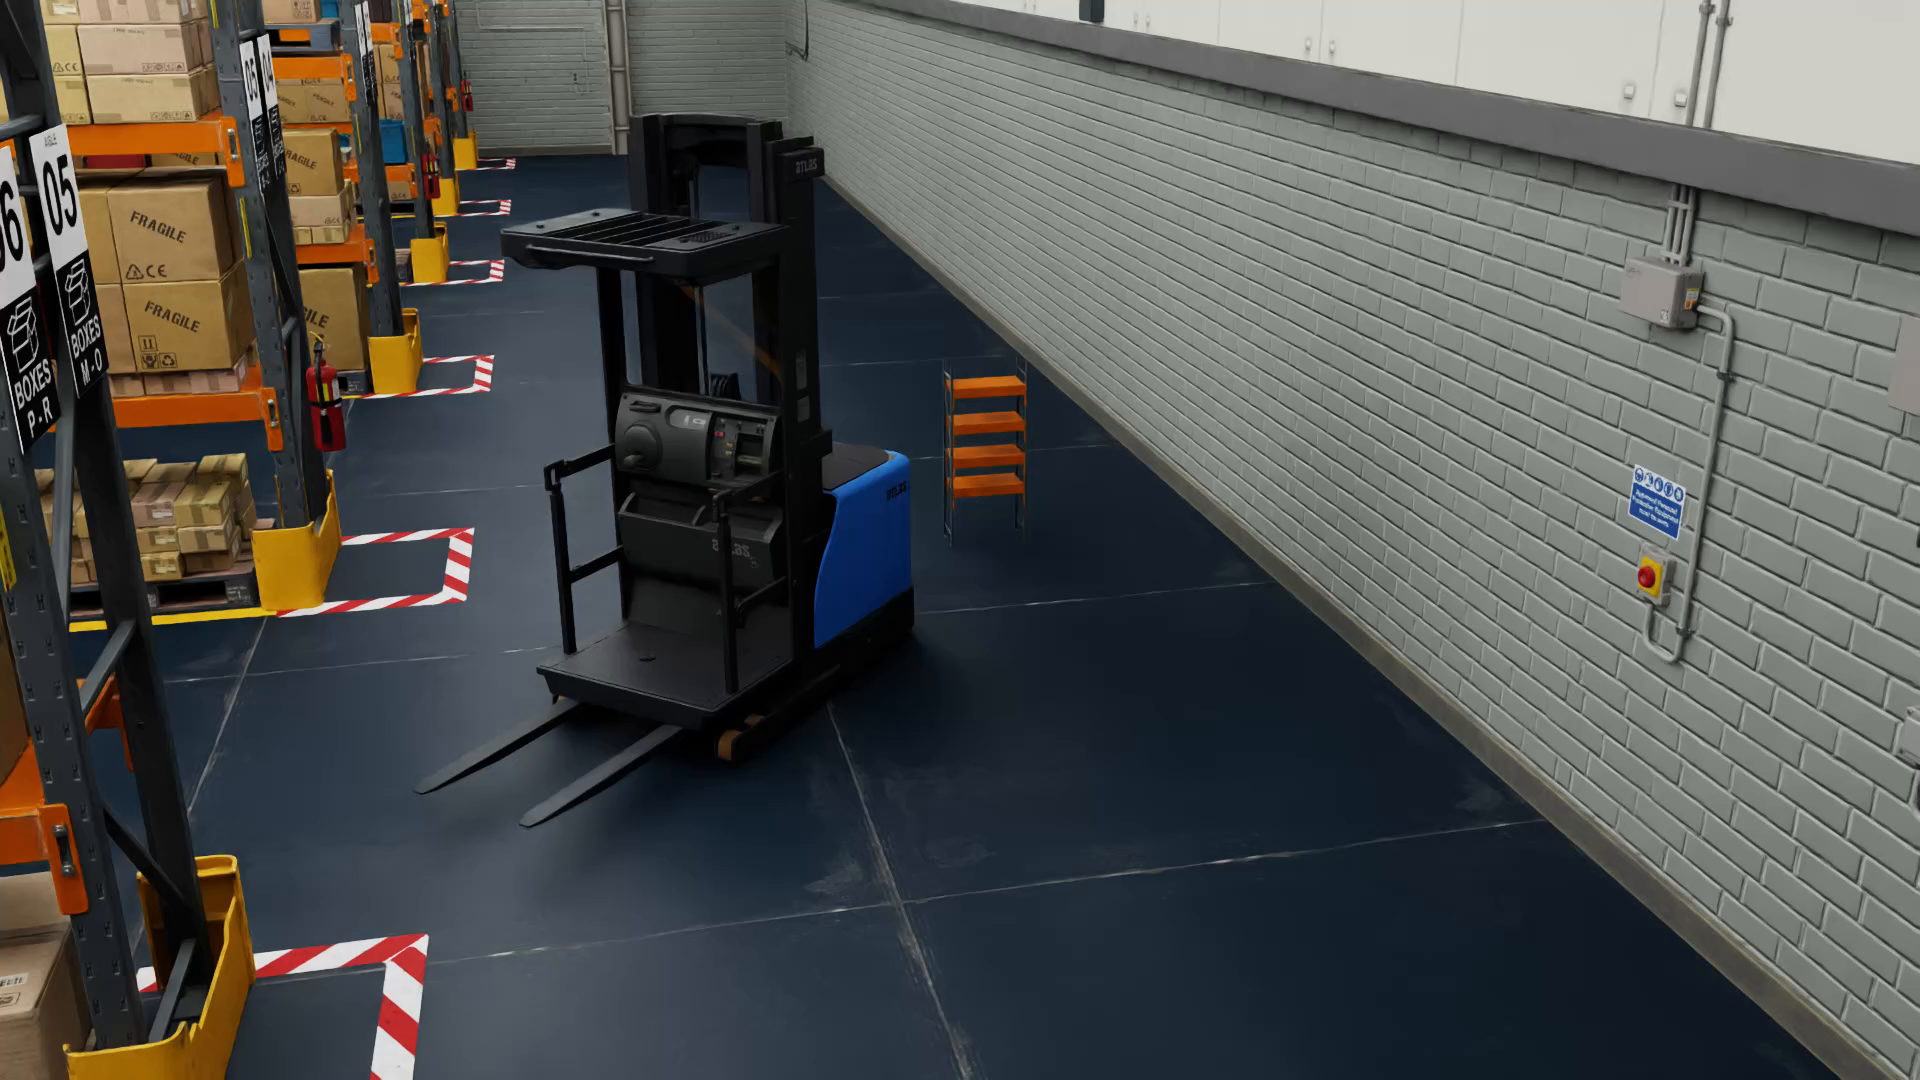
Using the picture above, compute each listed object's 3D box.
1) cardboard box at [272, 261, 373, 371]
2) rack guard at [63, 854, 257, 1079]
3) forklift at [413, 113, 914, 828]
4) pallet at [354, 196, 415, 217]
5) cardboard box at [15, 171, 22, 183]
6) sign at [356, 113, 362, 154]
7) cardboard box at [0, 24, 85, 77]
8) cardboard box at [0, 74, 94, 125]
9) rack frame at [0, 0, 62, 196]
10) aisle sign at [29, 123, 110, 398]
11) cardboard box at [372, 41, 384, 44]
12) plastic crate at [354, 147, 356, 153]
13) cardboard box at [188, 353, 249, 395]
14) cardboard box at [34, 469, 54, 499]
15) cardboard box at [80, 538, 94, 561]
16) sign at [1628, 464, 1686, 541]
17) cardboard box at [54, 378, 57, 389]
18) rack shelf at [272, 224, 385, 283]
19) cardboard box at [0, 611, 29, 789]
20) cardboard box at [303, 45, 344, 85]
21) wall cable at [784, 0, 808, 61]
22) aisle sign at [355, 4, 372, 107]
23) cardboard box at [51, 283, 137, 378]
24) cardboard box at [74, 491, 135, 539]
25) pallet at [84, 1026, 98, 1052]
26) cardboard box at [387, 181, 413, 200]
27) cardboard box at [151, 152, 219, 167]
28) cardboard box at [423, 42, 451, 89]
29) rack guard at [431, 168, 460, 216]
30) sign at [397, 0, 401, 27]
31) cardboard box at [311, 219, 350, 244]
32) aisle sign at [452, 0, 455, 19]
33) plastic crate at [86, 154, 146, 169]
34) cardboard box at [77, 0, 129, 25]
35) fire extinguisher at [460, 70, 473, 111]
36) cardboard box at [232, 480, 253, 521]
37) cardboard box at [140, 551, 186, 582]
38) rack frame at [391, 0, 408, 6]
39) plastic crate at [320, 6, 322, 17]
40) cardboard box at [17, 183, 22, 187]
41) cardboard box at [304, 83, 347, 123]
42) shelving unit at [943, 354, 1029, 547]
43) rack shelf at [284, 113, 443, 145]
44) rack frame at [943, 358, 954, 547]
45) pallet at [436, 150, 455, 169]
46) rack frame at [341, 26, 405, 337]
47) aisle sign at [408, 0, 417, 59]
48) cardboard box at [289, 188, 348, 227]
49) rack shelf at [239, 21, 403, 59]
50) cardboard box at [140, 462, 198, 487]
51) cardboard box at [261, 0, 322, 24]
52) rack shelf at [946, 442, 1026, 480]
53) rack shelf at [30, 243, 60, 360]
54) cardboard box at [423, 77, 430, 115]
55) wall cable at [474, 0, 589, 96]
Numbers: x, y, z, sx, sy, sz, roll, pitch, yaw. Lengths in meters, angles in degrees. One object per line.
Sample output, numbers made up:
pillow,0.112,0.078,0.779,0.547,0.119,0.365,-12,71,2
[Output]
cardboard box,-5.654,-1.989,14.482,0.875,0.875,0.875,-5,21,-12
rack guard,-2.746,1.622,5.780,0.348,0.500,1.175,-5,21,-12
forklift,-1.396,-0.474,7.968,1.130,2.935,3.031,10,23,26
pallet,-8.176,-4.804,23.743,1.213,0.211,1.003,-5,21,-12
cardboard box,-5.506,-1.832,9.544,0.500,0.500,0.500,-5,21,-14
sign,-4.939,-3.339,13.661,0.005,0.325,0.100,-5,21,-12
cardboard box,-4.894,-2.609,8.826,0.500,0.250,0.500,-5,21,-14
cardboard box,-4.884,-2.369,8.899,0.500,0.250,0.500,-5,21,-12
rack frame,-2.770,-2.367,4.313,0.127,3.000,1.000,-5,21,-12
aisle sign,-2.766,-0.873,5.178,0.004,0.787,0.394,-5,21,-12
cardboard box,-8.325,-6.709,23.289,0.500,0.500,0.500,-4,21,-12
plastic crate,-6.837,-4.522,19.215,0.298,0.136,0.250,-5,21,-12
cardboard box,-4.259,-0.960,9.560,0.250,0.149,0.380,-5,21,-12
cardboard box,-5.605,-0.304,10.072,0.250,0.149,0.380,-4,20,-10
cardboard box,-4.960,-0.018,9.724,0.250,0.149,0.380,-6,21,-15
sign,2.761,-0.152,6.595,0.001,0.218,0.327,-5,21,-12
cardboard box,-4.994,-0.900,9.397,0.250,0.149,0.380,-4,21,-11
rack shelf,-6.996,-2.371,14.092,4.000,0.370,1.077,-5,21,-12
cardboard box,-3.178,0.530,4.981,0.500,0.500,0.500,-5,21,-12
cardboard box,-8.691,-6.490,22.690,0.500,0.500,0.500,-4,21,-11
wall cable,-2.883,-9.528,28.377,0.112,2.526,3.097,-5,21,-12
aisle sign,-4.911,-3.993,13.694,0.004,0.787,0.394,-5,21,-12
cardboard box,-4.888,-1.225,9.339,0.500,0.500,0.500,-5,21,-13
cardboard box,-4.944,-0.146,9.642,0.250,0.149,0.380,-5,21,-14
pallet,-3.530,1.849,5.580,1.213,0.211,1.003,-5,21,-12
cardboard box,-7.798,-5.091,23.465,0.500,0.500,0.500,-5,21,-12
cardboard box,-6.569,-3.258,14.163,0.500,0.500,0.500,-5,21,-14
cardboard box,-8.964,-7.938,27.808,0.700,0.700,0.980,-4,20,-10
rack guard,-7.400,-5.003,23.867,0.348,0.500,1.175,-5,21,-12
sign,-6.047,-5.701,17.929,0.005,0.325,0.100,-5,21,-12
cardboard box,-5.321,-2.611,14.065,0.250,0.149,0.380,-4,21,-11
aisle sign,-8.330,-8.967,27.273,0.004,0.787,0.394,-5,21,-12
plastic crate,-9.156,-4.253,18.004,0.583,0.464,0.402,-5,21,-12
cardboard box,-4.521,-2.840,8.878,0.250,0.149,0.380,-4,21,-12
fire extinguisher,-8.217,-7.487,27.667,0.183,0.674,0.296,-5,21,-12
cardboard box,-4.576,-0.241,10.334,0.250,0.149,0.380,-4,20,-10
cardboard box,-4.698,0.108,9.812,0.250,0.149,0.380,-4,20,-11
rack frame,-6.190,-7.342,17.894,0.127,3.000,1.000,-5,21,-12
plastic crate,-7.084,-5.660,17.973,0.336,0.188,0.450,-5,21,-12
cardboard box,-5.392,-1.651,9.049,0.500,0.500,0.500,-4,20,-10
cardboard box,-8.690,-6.024,22.872,0.500,0.500,0.500,-4,21,-12
shelving unit,0.161,-0.576,10.764,0.503,1.200,0.258,-5,21,-12
rack shelf,-9.272,-5.687,23.145,4.000,0.370,1.077,-5,21,-12
rack frame,-0.076,-0.557,10.711,0.015,1.200,0.240,-5,21,-12
pallet,-9.230,-6.442,28.214,1.213,0.211,1.003,-5,21,-12
rack frame,-5.050,-2.867,14.400,0.127,3.000,1.000,-5,21,-12
aisle sign,-6.188,-5.851,18.766,0.004,0.787,0.394,-5,21,-12
cardboard box,-5.461,-2.809,14.028,0.500,0.250,0.500,-5,21,-13
rack shelf,-8.136,-5.437,18.102,4.000,0.370,1.077,-5,21,-12
cardboard box,-4.836,-0.347,10.190,0.250,0.149,0.380,-4,21,-11
cardboard box,-5.544,-4.507,13.616,0.500,0.500,0.700,-6,21,-16
rack shelf,0.161,-0.513,10.787,0.480,0.148,0.258,-5,21,-12
rack shelf,-4.716,-0.462,4.520,4.000,0.370,1.077,-5,21,-12
cardboard box,-7.818,-6.283,23.581,0.500,0.500,0.500,-4,21,-11
wall cable,-7.441,-8.736,28.945,1.851,1.984,0.084,-5,21,-12
